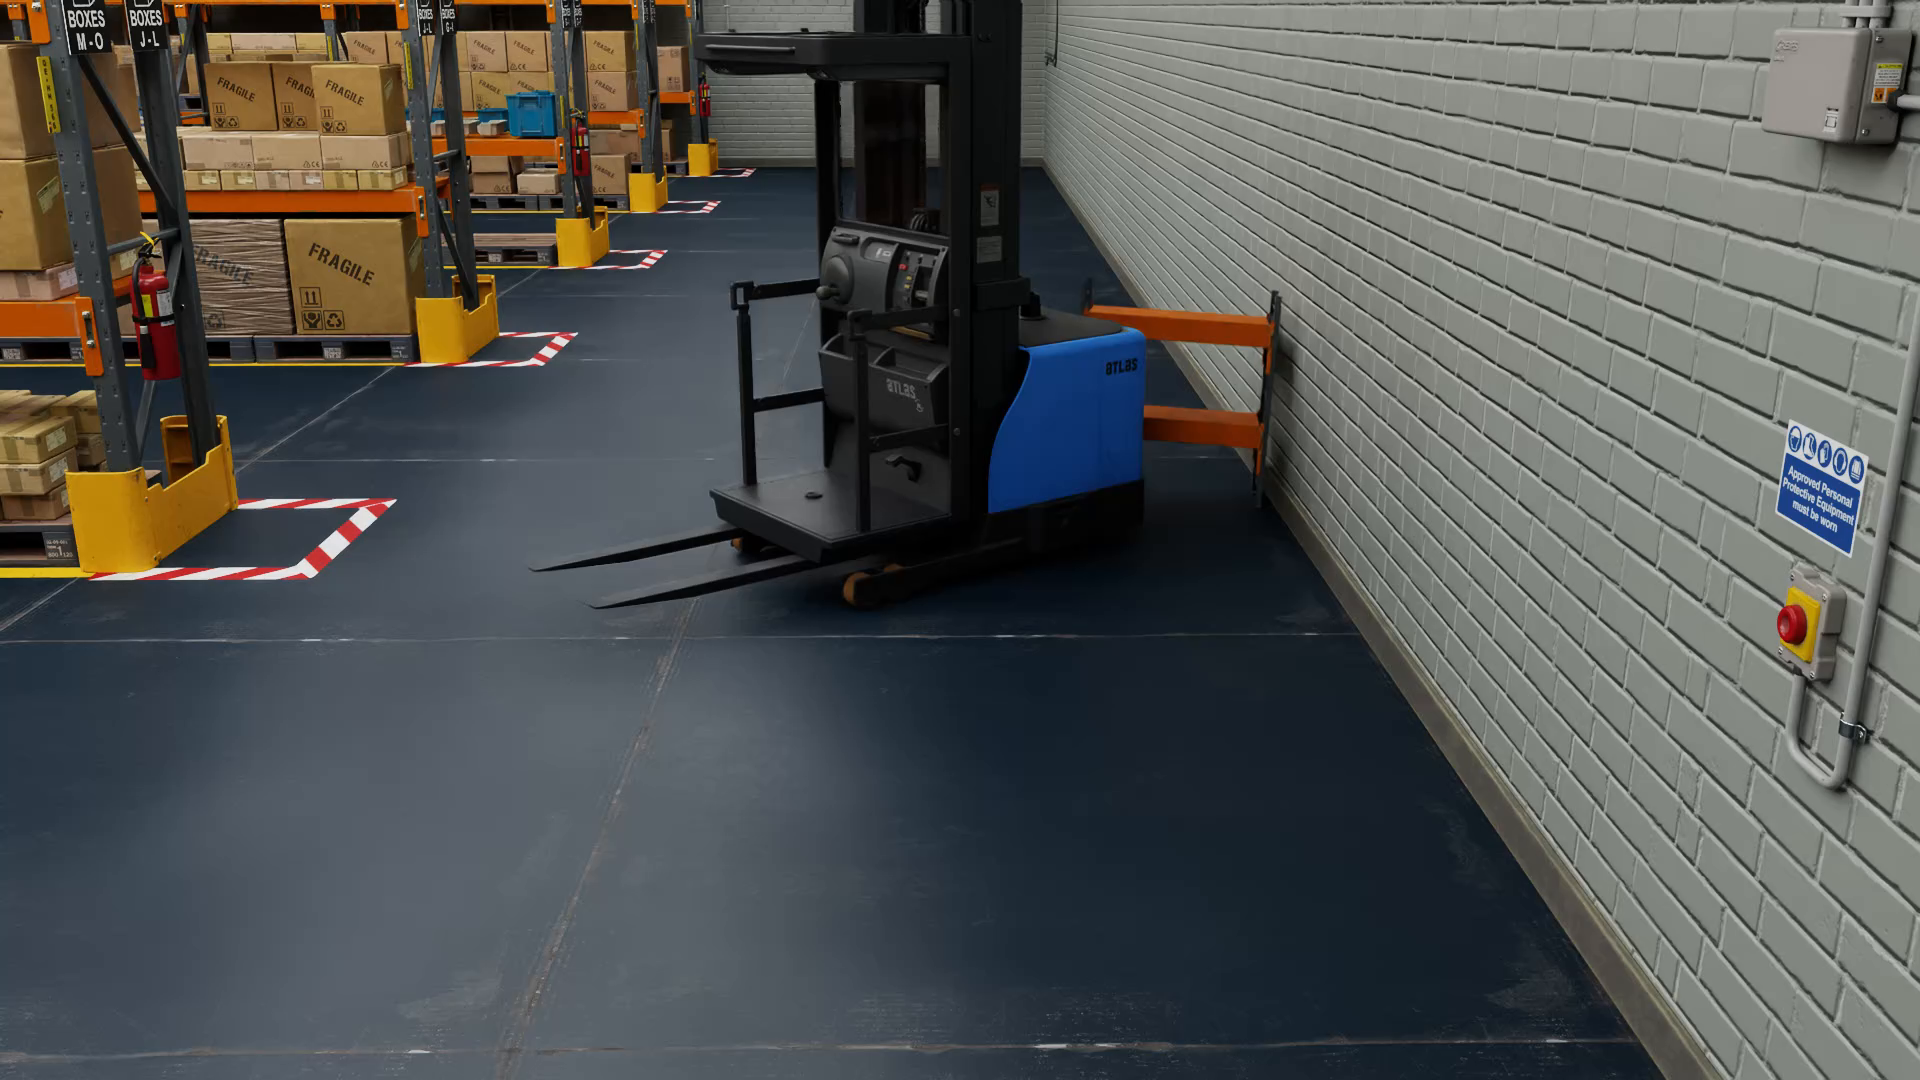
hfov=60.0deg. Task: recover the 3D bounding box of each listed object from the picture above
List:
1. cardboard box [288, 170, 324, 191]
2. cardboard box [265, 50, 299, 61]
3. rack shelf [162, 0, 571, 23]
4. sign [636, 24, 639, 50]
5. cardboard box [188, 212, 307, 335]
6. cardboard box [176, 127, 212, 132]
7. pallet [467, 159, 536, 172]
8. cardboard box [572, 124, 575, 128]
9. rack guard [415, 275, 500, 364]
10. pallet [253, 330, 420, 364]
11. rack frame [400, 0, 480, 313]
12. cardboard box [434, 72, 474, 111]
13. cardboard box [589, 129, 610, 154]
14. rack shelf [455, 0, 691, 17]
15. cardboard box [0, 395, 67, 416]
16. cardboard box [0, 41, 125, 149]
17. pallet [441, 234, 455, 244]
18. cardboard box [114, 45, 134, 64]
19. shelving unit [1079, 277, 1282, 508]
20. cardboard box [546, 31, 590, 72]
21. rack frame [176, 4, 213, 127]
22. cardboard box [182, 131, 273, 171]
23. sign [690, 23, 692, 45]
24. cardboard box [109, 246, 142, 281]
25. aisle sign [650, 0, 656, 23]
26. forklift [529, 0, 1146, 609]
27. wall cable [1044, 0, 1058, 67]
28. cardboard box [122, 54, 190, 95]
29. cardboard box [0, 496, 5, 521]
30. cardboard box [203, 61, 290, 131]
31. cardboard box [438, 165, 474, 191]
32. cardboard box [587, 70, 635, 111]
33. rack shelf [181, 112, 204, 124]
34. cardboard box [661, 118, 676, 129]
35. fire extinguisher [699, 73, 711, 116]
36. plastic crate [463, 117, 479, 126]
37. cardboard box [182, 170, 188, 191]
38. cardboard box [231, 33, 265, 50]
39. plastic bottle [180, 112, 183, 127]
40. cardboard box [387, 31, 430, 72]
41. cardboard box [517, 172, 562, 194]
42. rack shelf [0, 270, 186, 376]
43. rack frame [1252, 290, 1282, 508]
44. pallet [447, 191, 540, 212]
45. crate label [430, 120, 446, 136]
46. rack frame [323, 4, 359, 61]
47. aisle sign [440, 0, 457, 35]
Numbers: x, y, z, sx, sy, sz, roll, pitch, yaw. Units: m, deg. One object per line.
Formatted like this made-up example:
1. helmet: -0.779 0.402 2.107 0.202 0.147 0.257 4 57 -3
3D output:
1. cardboard box: -4.882 -2.739 12.586 0.250 0.149 0.380 0 18 -1
2. cardboard box: -10.743 -7.588 26.608 0.500 0.500 0.500 0 18 -1
3. rack shelf: -6.097 -5.552 17.212 4.000 0.370 1.077 0 18 -1
4. sign: -4.183 -6.521 21.553 0.005 0.325 0.100 0 18 -1
5. cardboard box: -5.567 -2.120 13.036 0.875 0.875 0.875 0 18 -1
6. cardboard box: -6.047 -3.104 13.071 0.500 0.250 0.500 -1 18 -2
7. pallet: -7.491 -6.135 27.326 1.213 0.211 1.003 0 18 -1
8. cardboard box: -6.350 -6.841 27.304 0.250 0.149 0.380 -1 18 -2
9. rack guard: -3.995 -1.773 13.257 0.348 0.500 1.175 0 18 -1
10. pallet: -4.817 -1.608 13.214 1.213 0.211 1.003 0 18 -1
11. rack frame: -4.019 -2.963 12.875 0.127 3.000 1.000 0 18 -1
12. cardboard box: -6.645 -5.942 21.996 0.500 0.500 0.500 0 18 -1
13. cardboard box: -5.955 -6.473 27.219 0.500 0.500 0.700 -1 18 -3
14. rack shelf: -6.253 -8.578 26.645 4.000 0.370 1.077 0 18 -1
15. cardboard box: -4.844 -0.637 8.628 0.250 0.149 0.380 0 18 0
16. cardboard box: -4.494 -2.192 8.184 0.500 0.500 0.500 0 18 -1
17. pallet: -6.139 -3.151 18.026 1.213 0.211 1.003 0 18 -1
18. cardboard box: -13.280 -7.704 26.769 0.500 0.500 0.700 -2 18 -6
19. shelving unit: 1.161 -0.818 9.092 1.048 1.125 0.538 5 13 7
20. cardboard box: -5.117 -6.424 21.862 0.500 0.500 0.500 0 18 1
21. rack frame: -12.252 -7.463 26.903 0.127 3.000 1.000 0 18 -1
22. cardboard box: -5.515 -2.945 12.577 0.500 0.250 0.500 -1 18 -3
23. sign: -4.259 -8.000 26.293 0.005 0.325 0.100 0 18 -1
24. cardboard box: -4.370 -1.427 8.497 0.250 0.149 0.380 0 18 -1
25. aisle sign: -4.108 -7.317 22.190 0.004 0.787 0.394 0 18 -1
26. forklift: -0.529 -1.262 7.684 3.031 2.935 1.130 -13 22 -36
27. wall cable: 1.408 -8.798 26.326 0.112 2.526 3.097 0 18 -1
28. cardboard box: -10.625 -6.182 22.056 0.500 0.500 0.700 3 18 10
29. cardboard box: -4.820 -0.192 8.216 0.250 0.149 0.380 0 18 1
30. cardboard box: -5.521 -3.464 12.967 0.500 0.500 0.500 -1 18 -2
31. cardboard box: -6.856 -4.992 22.880 0.500 0.311 0.500 0 18 -1
32. cardboard box: -4.615 -5.951 22.026 0.500 0.500 0.500 0 18 1
33. rack shelf: -10.171 -5.618 22.326 4.000 0.370 1.077 0 18 -1
34. cardboard box: -4.830 -6.848 27.328 0.250 0.149 0.380 0 18 0
35. fire extinguisher: -4.095 -7.147 26.655 0.183 0.674 0.296 0 18 -1
36. plastic crate: -5.349 -4.499 17.995 0.298 0.136 0.250 0 18 -1
37. cardboard box: -5.898 -2.734 12.572 0.250 0.149 0.380 0 18 0
38. cardboard box: -11.257 -7.946 26.495 0.500 0.250 0.500 -1 18 -2
39. plastic bottle: -8.470 -4.530 17.949 0.133 0.283 0.061 0 18 -1
40. cardboard box: -7.179 -6.412 21.826 0.500 0.500 0.500 -1 18 -3
41. cardboard box: -5.661 -4.816 22.431 0.500 0.250 0.500 0 18 -1
42. rack shelf: -6.041 -1.096 8.231 4.000 0.370 1.077 0 18 -1
43. rack frame: 1.664 -0.774 9.031 0.032 1.125 0.500 5 13 7
44. pallet: -6.261 -4.652 22.703 1.213 0.211 1.003 0 18 -1
45. crate label: -5.477 -4.314 17.419 0.243 0.136 0.396 0 18 -1
46. rack frame: -8.171 -5.970 22.247 0.127 3.000 1.000 0 18 -1
47. aisle sign: -3.951 -4.293 12.765 0.004 0.787 0.394 0 18 -1
